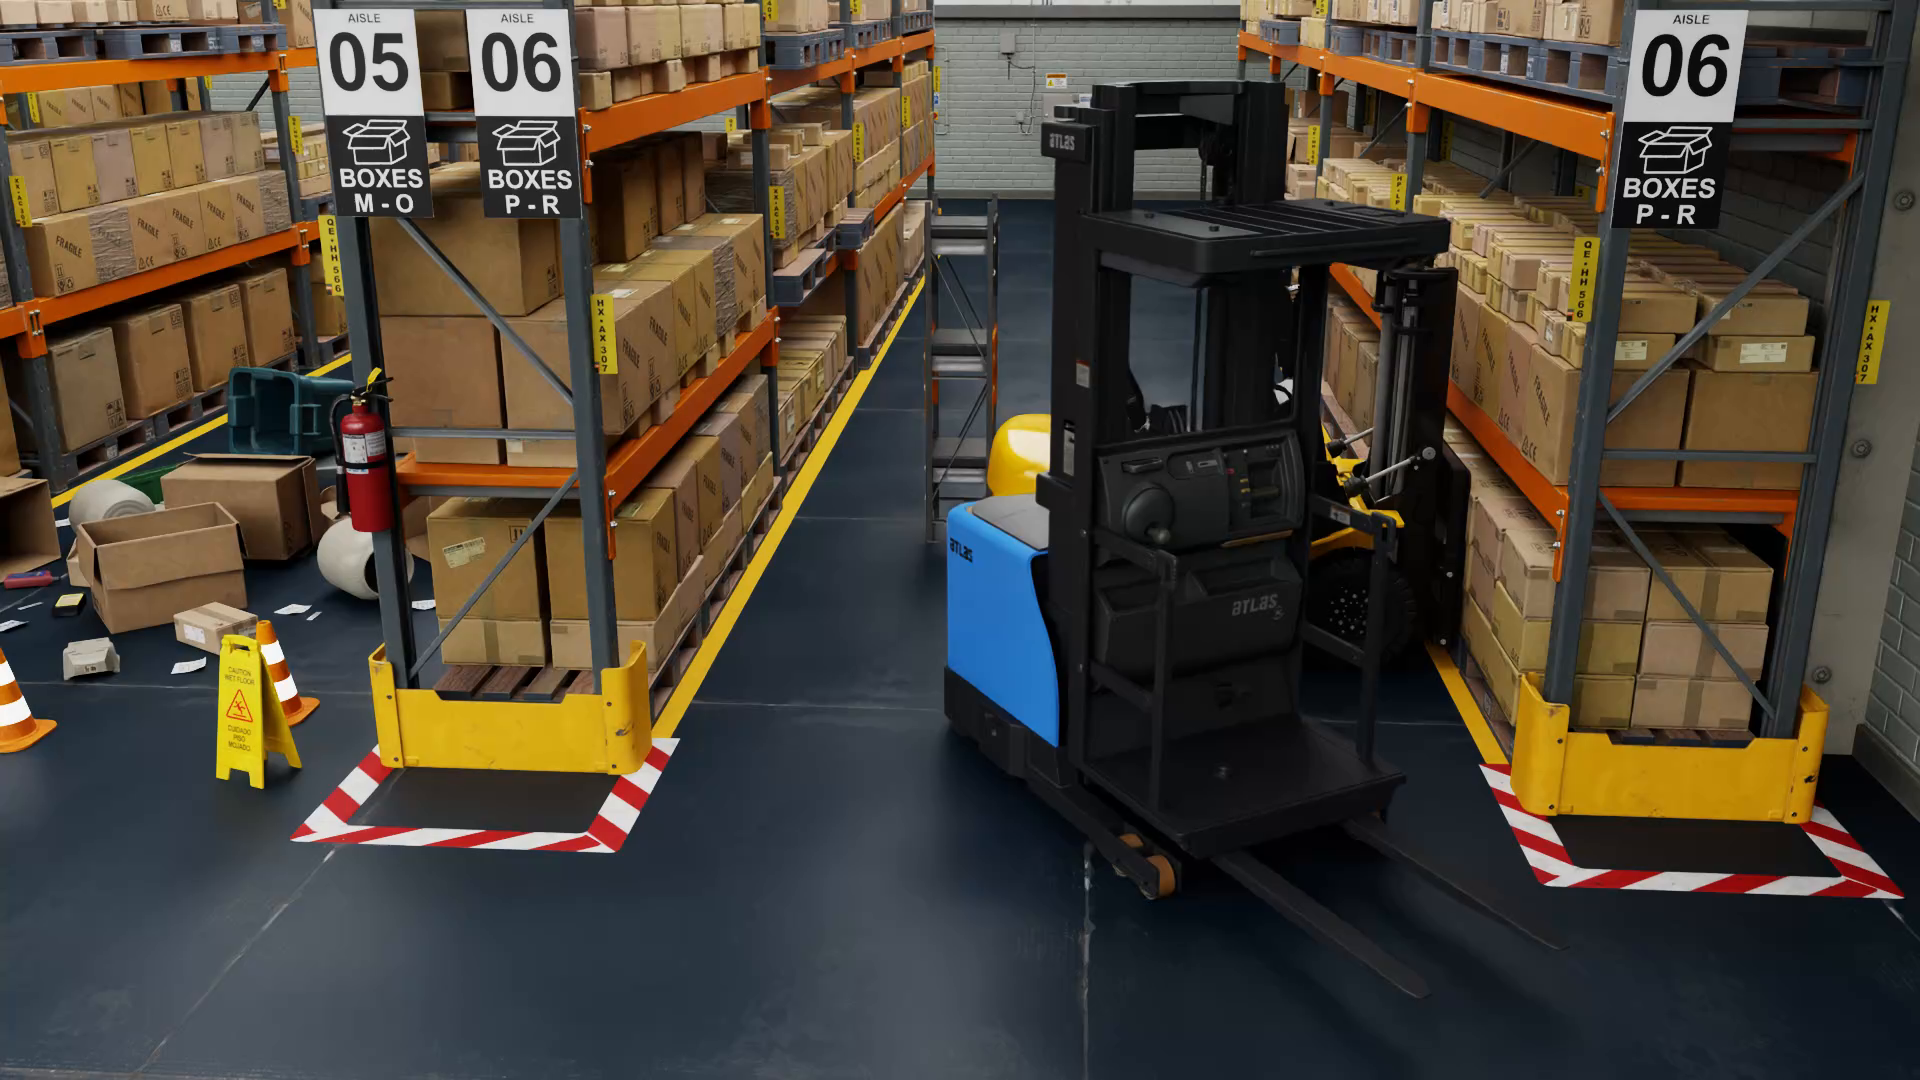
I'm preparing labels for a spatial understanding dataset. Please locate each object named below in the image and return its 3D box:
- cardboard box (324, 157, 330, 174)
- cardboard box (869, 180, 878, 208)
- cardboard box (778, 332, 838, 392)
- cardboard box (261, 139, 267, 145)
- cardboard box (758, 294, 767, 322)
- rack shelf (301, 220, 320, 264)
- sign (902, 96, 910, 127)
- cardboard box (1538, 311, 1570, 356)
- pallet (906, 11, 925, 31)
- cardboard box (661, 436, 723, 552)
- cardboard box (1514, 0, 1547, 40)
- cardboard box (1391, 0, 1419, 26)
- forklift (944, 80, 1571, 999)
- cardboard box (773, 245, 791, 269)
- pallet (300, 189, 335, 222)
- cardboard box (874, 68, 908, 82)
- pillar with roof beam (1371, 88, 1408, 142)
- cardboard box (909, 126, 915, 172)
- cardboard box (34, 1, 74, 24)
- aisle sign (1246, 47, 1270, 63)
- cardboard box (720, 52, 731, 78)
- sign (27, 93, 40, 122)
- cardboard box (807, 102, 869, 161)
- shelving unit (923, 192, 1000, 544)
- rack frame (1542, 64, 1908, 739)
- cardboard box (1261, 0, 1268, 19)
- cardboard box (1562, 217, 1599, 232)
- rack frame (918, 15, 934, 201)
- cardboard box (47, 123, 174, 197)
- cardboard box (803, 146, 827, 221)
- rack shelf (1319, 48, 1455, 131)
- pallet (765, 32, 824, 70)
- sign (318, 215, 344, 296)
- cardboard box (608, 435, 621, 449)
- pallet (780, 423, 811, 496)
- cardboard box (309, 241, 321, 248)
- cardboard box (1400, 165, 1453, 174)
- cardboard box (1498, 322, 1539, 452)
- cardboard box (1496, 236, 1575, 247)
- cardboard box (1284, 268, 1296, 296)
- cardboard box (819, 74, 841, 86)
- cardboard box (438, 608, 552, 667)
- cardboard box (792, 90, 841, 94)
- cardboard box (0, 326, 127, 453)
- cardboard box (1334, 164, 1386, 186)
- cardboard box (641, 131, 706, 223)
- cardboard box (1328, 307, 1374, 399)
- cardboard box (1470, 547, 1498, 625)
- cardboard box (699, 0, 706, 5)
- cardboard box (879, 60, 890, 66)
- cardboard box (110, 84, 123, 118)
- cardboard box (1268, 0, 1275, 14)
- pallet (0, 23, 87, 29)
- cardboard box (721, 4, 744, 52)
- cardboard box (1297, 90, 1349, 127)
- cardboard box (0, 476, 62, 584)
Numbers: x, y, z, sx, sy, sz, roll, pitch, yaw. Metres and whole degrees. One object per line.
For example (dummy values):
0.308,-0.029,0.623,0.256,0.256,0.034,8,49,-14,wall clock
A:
-6.097,-3.536,15.649,0.380,0.149,0.250,1,18,2,cardboard box
-1.072,-3.320,15.980,0.500,0.250,0.500,2,18,6,cardboard box
-1.516,-1.469,13.634,0.950,0.372,0.625,1,18,3,cardboard box
-6.748,-3.686,15.630,0.380,0.149,0.250,2,18,6,cardboard box
-1.426,-1.454,10.448,0.380,0.149,0.250,1,18,3,cardboard box
-6.222,-3.281,16.775,1.077,0.370,4.000,1,18,4,rack shelf
-0.592,-4.669,18.121,0.100,0.325,0.005,1,18,4,sign
2.691,-0.878,7.083,0.380,0.149,0.250,2,18,5,cardboard box
-0.974,-6.180,19.792,1.003,0.211,1.213,1,18,4,pallet
-1.582,-0.257,8.928,0.500,0.500,0.500,2,18,5,cardboard box
2.919,-2.507,7.445,0.700,0.500,0.500,1,18,4,cardboard box
3.053,-3.431,10.568,0.500,0.311,0.500,1,18,2,cardboard box
1.053,-0.194,6.307,1.130,2.935,3.031,-9,20,-26,forklift
-1.352,-1.925,11.210,0.380,0.149,0.250,2,18,5,cardboard box
-6.420,-3.134,15.479,1.213,0.211,1.003,1,18,4,pallet
-0.795,-5.324,19.047,0.380,0.149,0.250,1,18,4,cardboard box
0.472,-7.198,17.940,9.100,9.000,0.400,1,18,4,pillar with roof beam
-0.799,-4.509,19.205,0.500,0.500,0.500,1,18,4,cardboard box
-6.330,-3.629,11.433,0.250,0.149,0.380,1,18,4,cardboard box
3.816,-6.561,21.453,0.394,0.787,0.004,1,18,4,aisle sign
-1.526,-2.725,9.509,0.380,0.149,0.250,1,18,4,cardboard box
-10.476,-4.890,18.796,0.100,0.325,0.005,1,18,4,sign
-1.115,-3.747,15.276,0.500,0.500,0.500,1,18,4,cardboard box
0.012,-1.049,10.253,0.431,2.100,0.503,1,18,4,shelving unit
2.957,-0.328,6.608,1.000,3.000,0.127,1,18,4,rack frame
3.629,-5.868,18.460,0.500,0.250,0.500,1,18,2,cardboard box
3.463,-1.643,8.941,0.380,0.149,0.250,1,18,3,cardboard box
-0.847,-5.407,22.108,1.000,3.000,0.127,1,18,4,rack frame
-6.513,-2.910,12.720,0.700,0.500,0.500,1,18,3,cardboard box
-1.277,-2.677,12.462,0.500,0.500,0.500,1,18,2,cardboard box
3.387,-3.275,11.940,1.077,0.370,4.000,1,18,4,rack shelf
-1.557,-3.206,10.874,1.213,0.211,1.003,1,18,4,pallet
-2.546,-1.157,6.770,0.100,0.325,0.005,1,18,4,sign
-1.759,-0.498,7.530,0.380,0.149,0.250,2,18,5,cardboard box
-1.653,-0.597,11.906,1.003,0.211,1.213,1,18,4,pallet
-6.038,-2.736,16.092,0.500,0.250,0.500,1,18,3,cardboard box
3.723,-2.900,13.255,0.380,0.149,0.250,1,18,4,cardboard box
2.777,-0.696,7.568,0.500,0.500,0.500,2,18,6,cardboard box
2.877,-1.418,8.253,0.380,0.149,0.250,2,18,5,cardboard box
3.446,-2.440,16.394,0.500,0.500,0.500,1,18,2,cardboard box
-1.429,-5.099,18.358,0.380,0.149,0.250,1,18,3,cardboard box
-2.203,0.404,8.113,0.500,0.250,0.500,1,18,4,cardboard box
-1.461,-4.399,17.264,0.500,0.500,0.500,1,18,4,cardboard box
-6.697,-1.085,11.855,1.050,0.750,0.750,1,18,4,cardboard box
3.203,-2.913,13.294,0.380,0.149,0.250,2,18,5,cardboard box
-1.955,-2.213,10.114,0.700,0.500,0.500,1,18,3,cardboard box
3.433,-1.488,13.285,0.875,0.625,0.625,2,18,6,cardboard box
2.727,0.227,7.850,0.500,0.250,0.500,1,18,3,cardboard box
-1.538,-2.858,8.632,0.380,0.149,0.250,1,18,5,cardboard box
-1.096,-6.051,21.265,0.380,0.149,0.250,2,18,5,cardboard box
-11.102,-5.596,21.242,0.500,0.500,0.500,1,18,2,cardboard box
3.346,-5.445,16.974,0.380,0.149,0.250,1,18,5,cardboard box
-10.949,-6.023,19.313,1.003,0.211,1.213,1,18,4,pallet
-1.506,-2.876,9.328,0.500,0.250,0.500,1,18,3,cardboard box
4.190,-4.938,19.236,0.500,0.500,0.500,1,18,2,cardboard box
-5.739,-0.068,9.823,0.500,0.500,0.500,4,19,13,cardboard box
